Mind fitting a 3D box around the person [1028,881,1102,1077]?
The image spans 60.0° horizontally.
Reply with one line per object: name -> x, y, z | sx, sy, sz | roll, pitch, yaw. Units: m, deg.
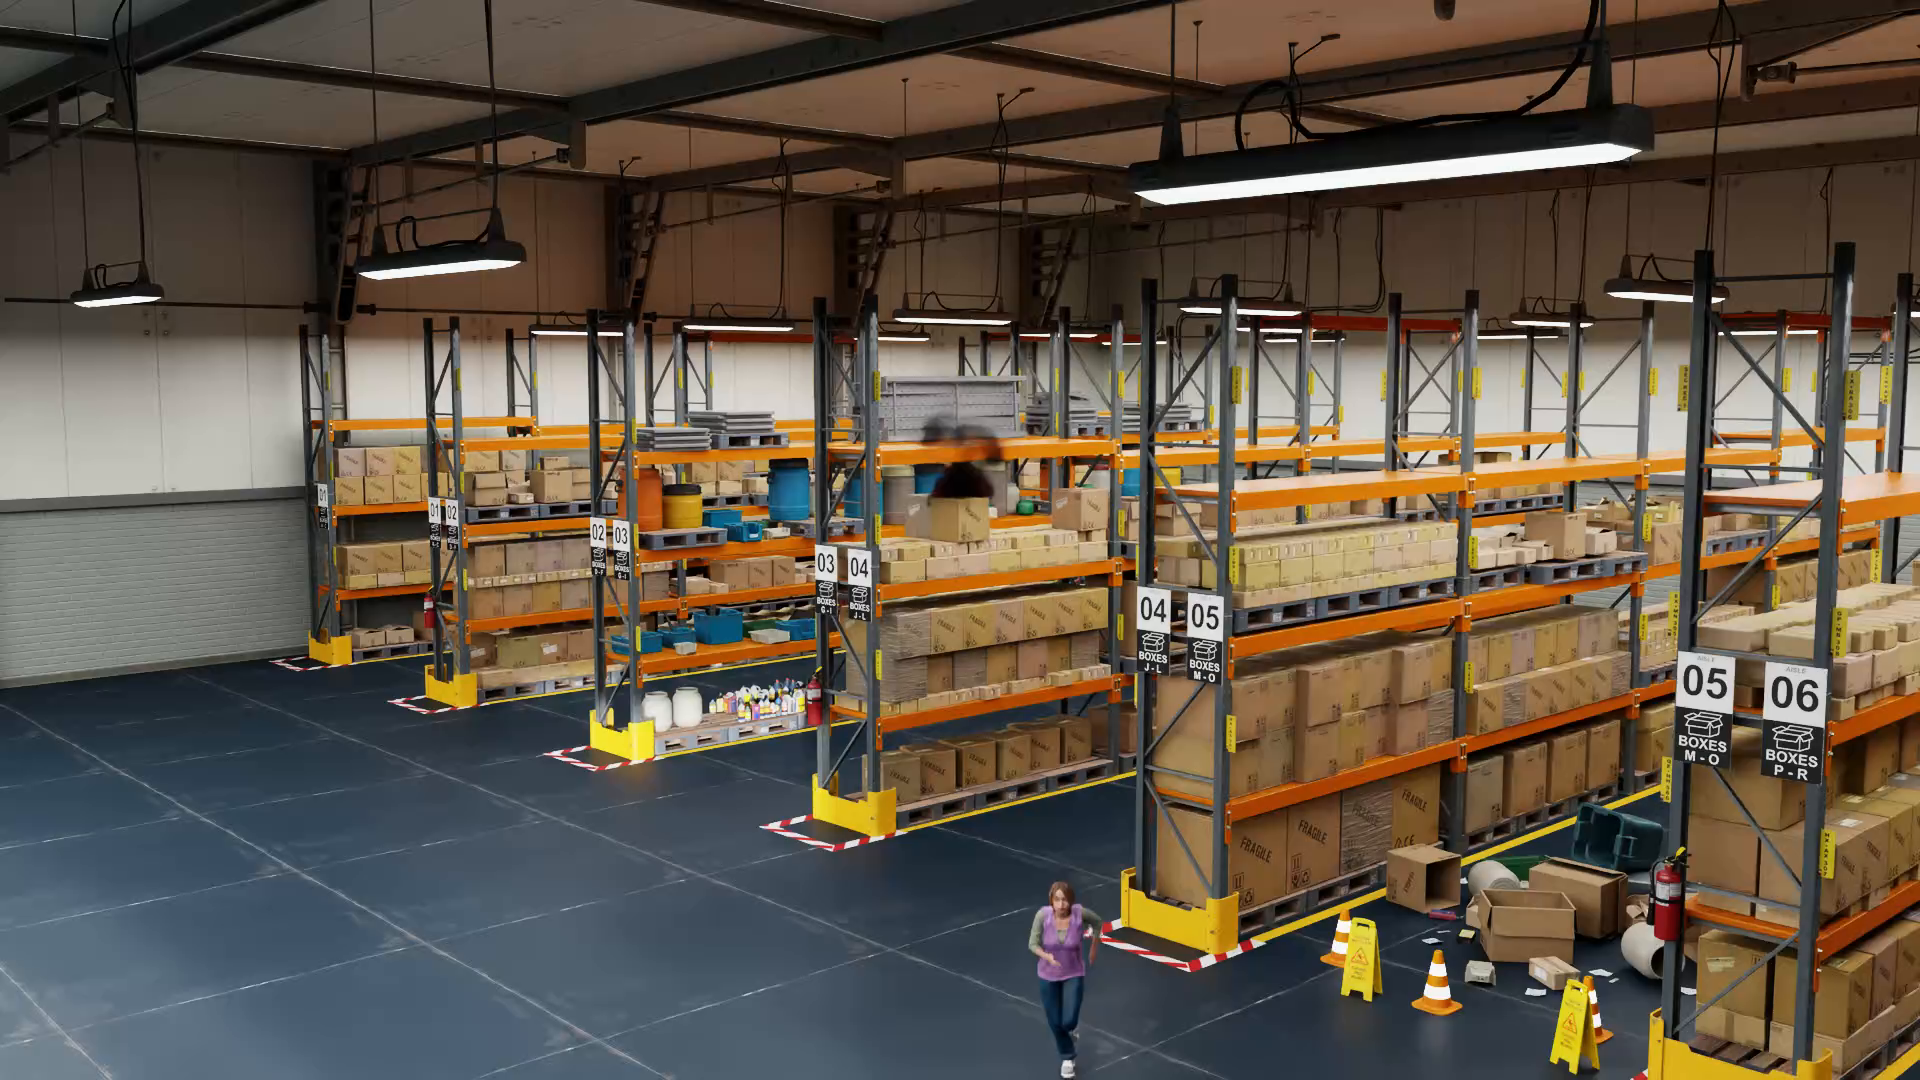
person -> 0.756, 3.195, 12.060 | 0.517, 1.531, 0.640 | 1, 6, 9
